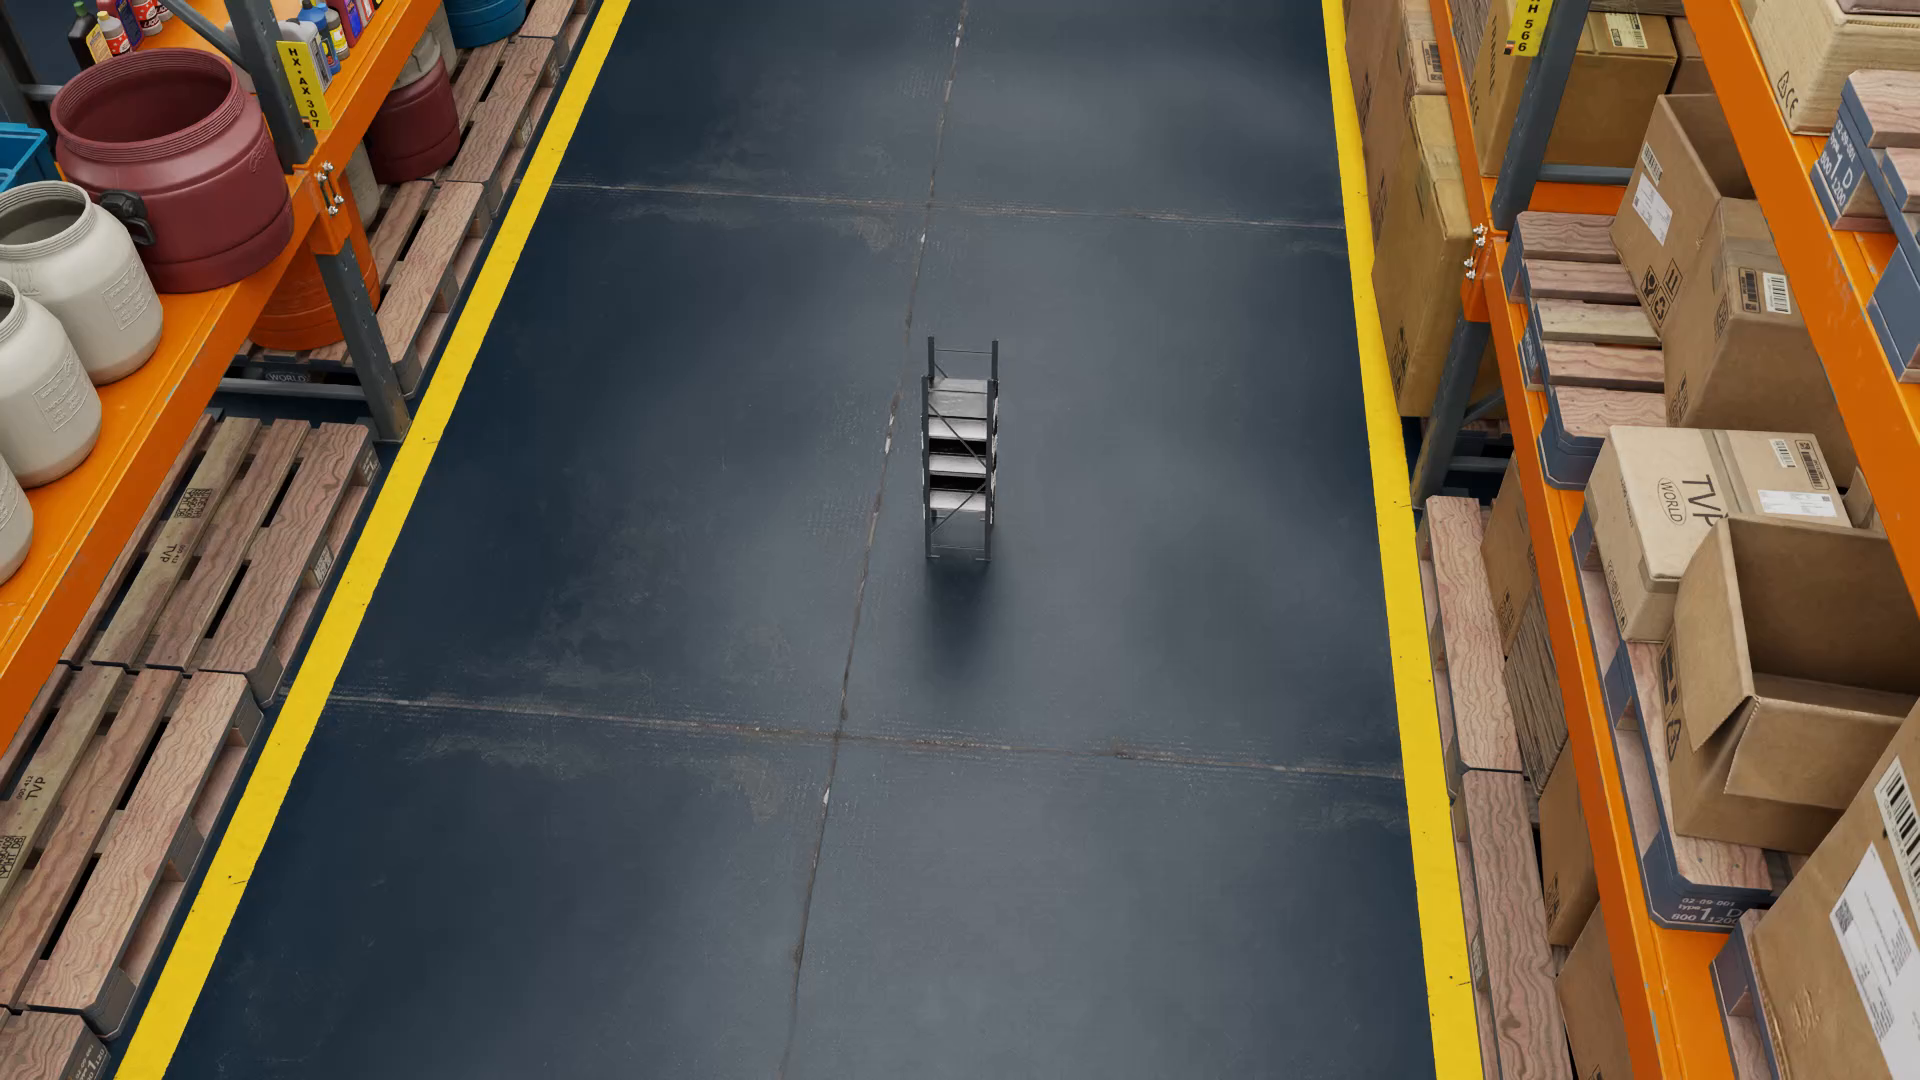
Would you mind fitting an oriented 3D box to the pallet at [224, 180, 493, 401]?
[{"bbox_3d":[-2.671,-1.110,7.122,1.003,0.211,1.213,4,48,4],"label":"pallet"}]

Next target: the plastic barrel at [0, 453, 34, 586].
[{"bbox_3d":[-2.655,-0.121,4.235,0.433,0.535,0.433,0,48,0],"label":"plastic barrel"}]

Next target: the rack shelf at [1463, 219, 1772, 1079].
[{"bbox_3d":[2.048,0.577,4.177,1.077,0.370,4.000,4,48,4],"label":"rack shelf"}]

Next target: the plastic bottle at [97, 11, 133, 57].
[{"bbox_3d":[-3.061,-1.811,6.008,0.097,0.201,0.097,0,48,0],"label":"plastic bottle"}]

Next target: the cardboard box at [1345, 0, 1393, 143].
[{"bbox_3d":[2.476,-2.371,7.541,1.225,0.875,0.875,2,48,2],"label":"cardboard box"}]

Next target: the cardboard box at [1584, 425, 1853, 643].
[{"bbox_3d":[1.849,-0.011,4.044,0.500,0.250,0.500,3,48,2],"label":"cardboard box"}]

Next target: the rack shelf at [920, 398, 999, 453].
[{"bbox_3d":[0.001,-0.409,5.815,0.258,0.077,0.200,4,48,4],"label":"rack shelf"}]

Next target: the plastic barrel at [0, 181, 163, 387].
[{"bbox_3d":[-2.583,-0.736,4.815,0.421,0.512,0.421,0,48,0],"label":"plastic barrel"}]

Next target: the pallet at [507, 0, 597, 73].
[{"bbox_3d":[-2.449,-2.903,8.762,1.003,0.211,1.213,4,48,4],"label":"pallet"}]

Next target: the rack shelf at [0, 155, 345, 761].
[{"bbox_3d":[-2.884,0.244,4.482,1.077,0.370,4.000,4,48,4],"label":"rack shelf"}]

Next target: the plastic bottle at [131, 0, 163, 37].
[{"bbox_3d":[-3.040,-1.981,6.163,0.097,0.201,0.097,0,48,0],"label":"plastic bottle"}]

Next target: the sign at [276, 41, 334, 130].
[{"bbox_3d":[-2.153,-1.492,5.471,0.100,0.325,0.005,4,48,4],"label":"sign"}]

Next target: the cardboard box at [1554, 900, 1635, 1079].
[{"bbox_3d":[2.056,1.289,4.434,0.700,0.500,0.500,0,48,0],"label":"cardboard box"}]

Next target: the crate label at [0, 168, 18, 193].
[{"bbox_3d":[-3.062,-0.769,4.896,0.502,0.435,0.616,4,48,4],"label":"crate label"}]

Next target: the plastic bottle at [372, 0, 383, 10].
[{"bbox_3d":[-2.241,-2.161,6.273,0.061,0.283,0.133,4,48,4],"label":"plastic bottle"}]

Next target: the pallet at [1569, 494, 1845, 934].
[{"bbox_3d":[2.091,0.387,3.994,1.003,0.211,1.213,4,48,4],"label":"pallet"}]

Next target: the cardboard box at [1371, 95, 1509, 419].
[{"bbox_3d":[2.314,-1.066,6.347,1.225,0.875,0.875,2,48,2],"label":"cardboard box"}]

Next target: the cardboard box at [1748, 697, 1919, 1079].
[{"bbox_3d":[2.078,0.885,2.716,1.000,1.000,1.000,4,48,4],"label":"cardboard box"}]

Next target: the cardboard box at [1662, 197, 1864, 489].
[{"bbox_3d":[2.270,-0.495,4.317,0.700,0.500,0.500,10,48,9],"label":"cardboard box"}]

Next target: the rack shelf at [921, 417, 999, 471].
[{"bbox_3d":[0.001,-0.348,5.882,0.258,0.077,0.200,4,48,4],"label":"rack shelf"}]

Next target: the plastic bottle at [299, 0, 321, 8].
[{"bbox_3d":[-2.424,-2.033,6.211,0.097,0.201,0.097,0,48,0],"label":"plastic bottle"}]

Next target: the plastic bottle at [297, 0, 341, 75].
[{"bbox_3d":[-2.303,-1.805,5.955,0.097,0.271,0.097,0,48,0],"label":"plastic bottle"}]

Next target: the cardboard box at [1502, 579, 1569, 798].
[{"bbox_3d":[2.152,0.462,5.191,0.700,0.500,0.500,0,48,0],"label":"cardboard box"}]

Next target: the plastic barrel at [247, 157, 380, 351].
[{"bbox_3d":[-2.674,-1.239,6.536,0.600,0.830,0.708,4,48,4],"label":"plastic barrel"}]

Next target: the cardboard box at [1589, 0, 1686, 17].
[{"bbox_3d":[2.313,-2.044,5.339,0.797,0.503,0.637,5,48,5],"label":"cardboard box"}]

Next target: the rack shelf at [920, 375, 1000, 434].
[{"bbox_3d":[0.001,-0.469,5.749,0.258,0.077,0.200,4,48,4],"label":"rack shelf"}]

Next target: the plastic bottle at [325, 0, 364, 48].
[{"bbox_3d":[-2.265,-1.964,6.093,0.061,0.283,0.133,4,48,4],"label":"plastic bottle"}]

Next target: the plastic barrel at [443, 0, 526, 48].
[{"bbox_3d":[-2.468,-2.923,8.028,0.600,0.901,0.708,4,48,4],"label":"plastic barrel"}]

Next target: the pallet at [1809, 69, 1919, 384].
[{"bbox_3d":[2.120,-0.354,2.635,1.213,0.211,1.003,4,48,4],"label":"pallet"}]

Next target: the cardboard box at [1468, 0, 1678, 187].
[{"bbox_3d":[2.029,-1.549,5.566,0.500,0.500,0.500,5,48,5],"label":"cardboard box"}]

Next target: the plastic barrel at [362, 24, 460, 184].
[{"bbox_3d":[-2.571,-1.987,7.384,0.600,0.588,0.708,4,48,4],"label":"plastic barrel"}]

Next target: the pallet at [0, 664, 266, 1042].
[{"bbox_3d":[-2.925,0.933,5.253,1.003,0.211,1.213,4,48,4],"label":"pallet"}]

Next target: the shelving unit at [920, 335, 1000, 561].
[{"bbox_3d":[0.001,-0.310,5.923,0.258,0.900,0.210,4,48,4],"label":"shelving unit"}]

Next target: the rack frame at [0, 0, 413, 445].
[{"bbox_3d":[-2.702,-1.469,5.560,1.000,3.000,0.127,4,48,4],"label":"rack frame"}]

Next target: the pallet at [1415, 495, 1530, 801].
[{"bbox_3d":[2.158,0.380,5.760,1.003,0.211,1.213,4,48,4],"label":"pallet"}]

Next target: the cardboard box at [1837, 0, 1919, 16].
[{"bbox_3d":[1.843,-1.280,2.948,0.500,0.500,0.500,3,48,2],"label":"cardboard box"}]

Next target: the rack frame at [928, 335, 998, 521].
[{"bbox_3d":[0.010,-0.384,5.992,0.240,0.900,0.006,4,48,4],"label":"rack frame"}]

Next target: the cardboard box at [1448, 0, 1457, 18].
[{"bbox_3d":[2.124,-2.296,6.250,0.500,0.500,0.500,2,48,2],"label":"cardboard box"}]
